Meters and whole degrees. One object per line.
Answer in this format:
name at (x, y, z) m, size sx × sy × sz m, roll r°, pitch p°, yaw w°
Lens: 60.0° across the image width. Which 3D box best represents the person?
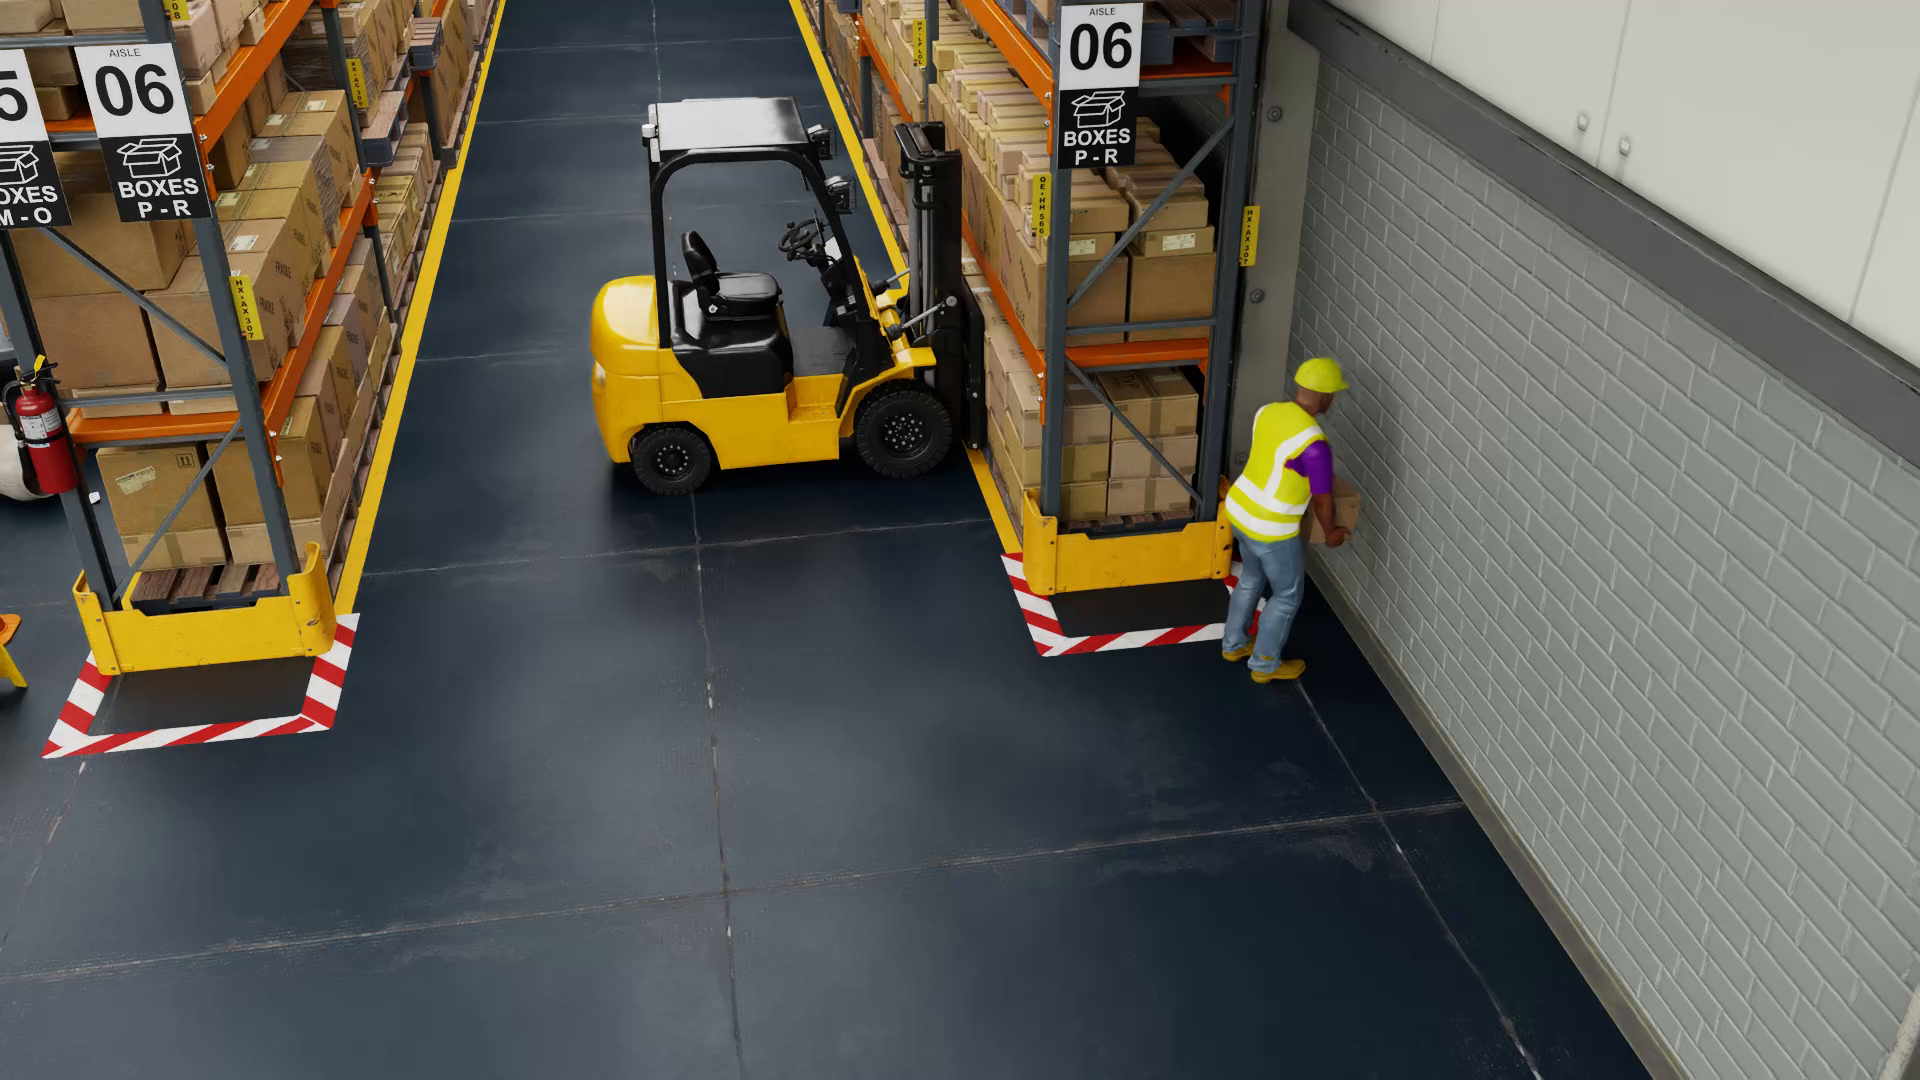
person at (1.634, -0.107, 8.341) m, size 0.618 × 1.718 × 0.499 m, roll -12°, pitch 33°, yaw -19°
